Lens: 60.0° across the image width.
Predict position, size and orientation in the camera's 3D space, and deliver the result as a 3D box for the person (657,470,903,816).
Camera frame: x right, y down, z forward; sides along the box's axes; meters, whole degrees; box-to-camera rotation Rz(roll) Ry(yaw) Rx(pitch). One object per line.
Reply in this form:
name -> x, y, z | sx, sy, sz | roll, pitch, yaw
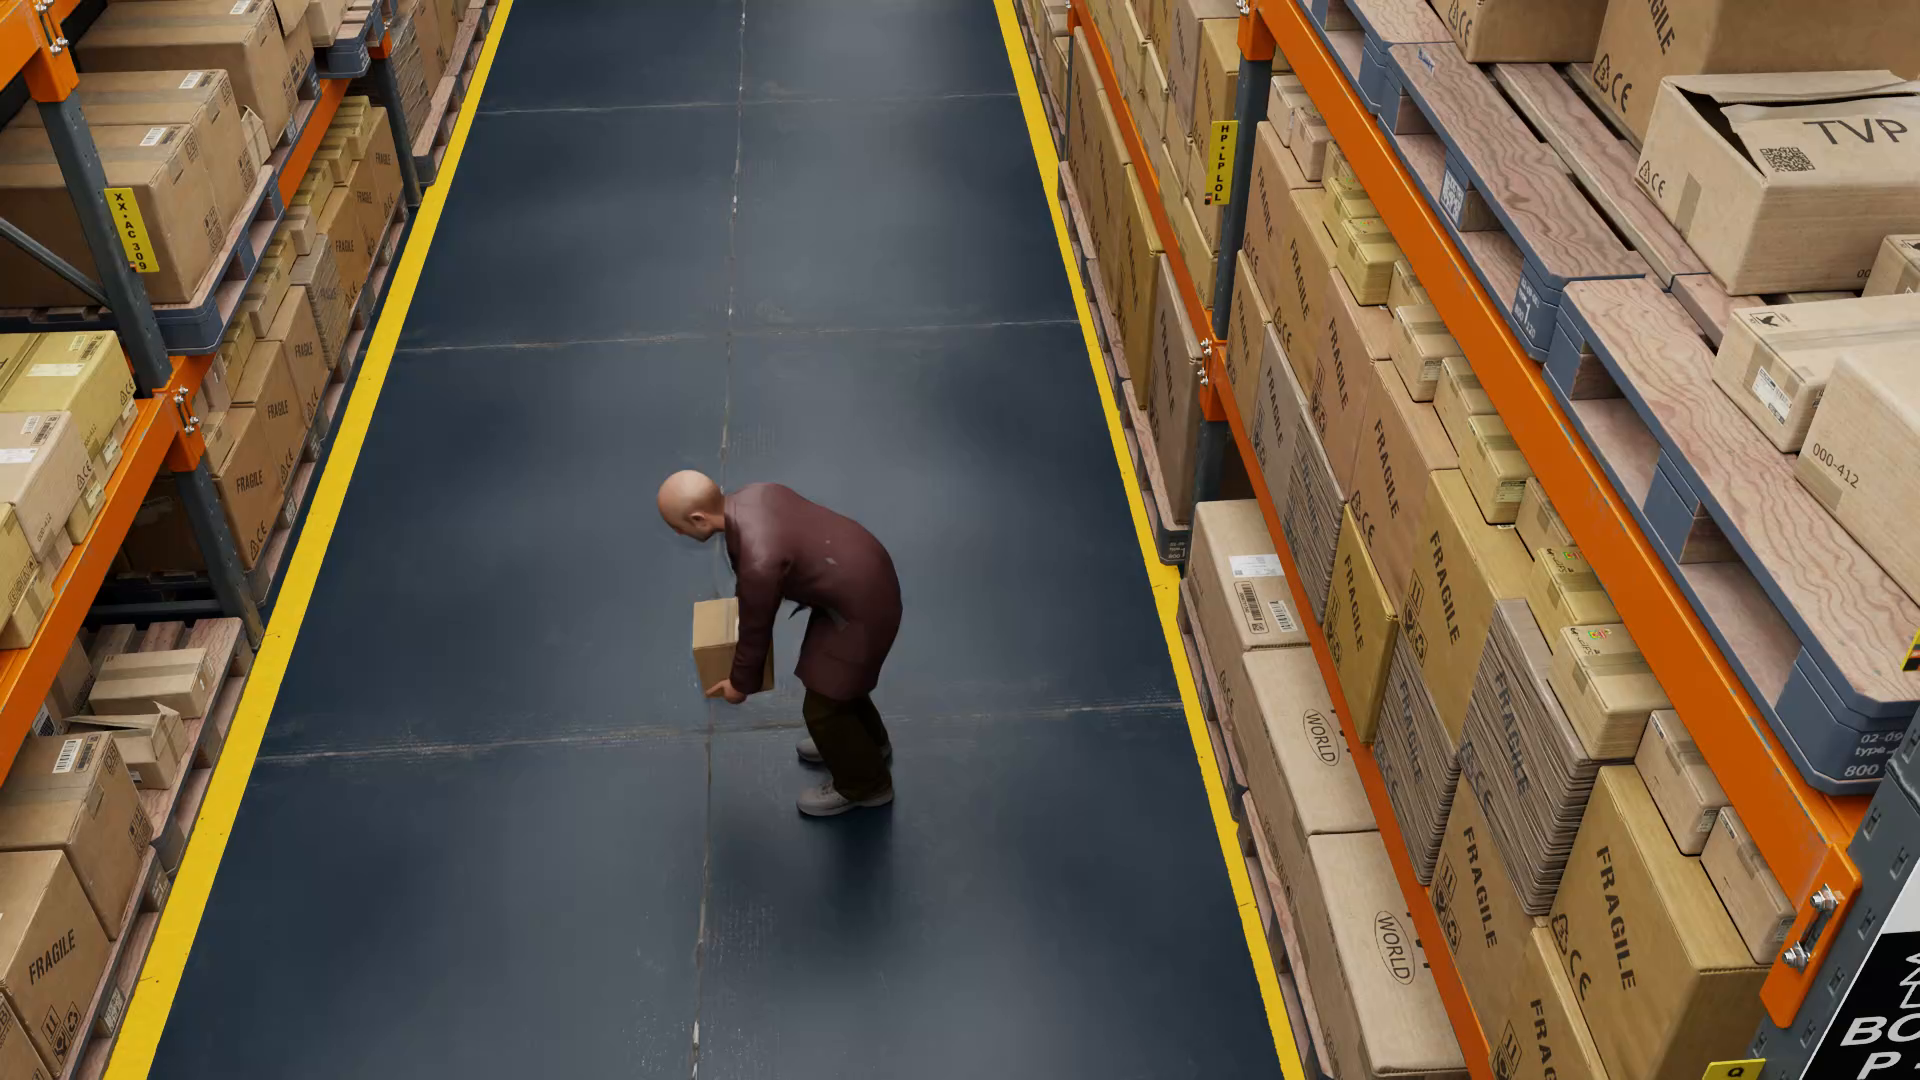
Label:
person -> -0.606, 0.344, 5.958 | 0.805, 1.504, 0.554 | -4, 39, -5
